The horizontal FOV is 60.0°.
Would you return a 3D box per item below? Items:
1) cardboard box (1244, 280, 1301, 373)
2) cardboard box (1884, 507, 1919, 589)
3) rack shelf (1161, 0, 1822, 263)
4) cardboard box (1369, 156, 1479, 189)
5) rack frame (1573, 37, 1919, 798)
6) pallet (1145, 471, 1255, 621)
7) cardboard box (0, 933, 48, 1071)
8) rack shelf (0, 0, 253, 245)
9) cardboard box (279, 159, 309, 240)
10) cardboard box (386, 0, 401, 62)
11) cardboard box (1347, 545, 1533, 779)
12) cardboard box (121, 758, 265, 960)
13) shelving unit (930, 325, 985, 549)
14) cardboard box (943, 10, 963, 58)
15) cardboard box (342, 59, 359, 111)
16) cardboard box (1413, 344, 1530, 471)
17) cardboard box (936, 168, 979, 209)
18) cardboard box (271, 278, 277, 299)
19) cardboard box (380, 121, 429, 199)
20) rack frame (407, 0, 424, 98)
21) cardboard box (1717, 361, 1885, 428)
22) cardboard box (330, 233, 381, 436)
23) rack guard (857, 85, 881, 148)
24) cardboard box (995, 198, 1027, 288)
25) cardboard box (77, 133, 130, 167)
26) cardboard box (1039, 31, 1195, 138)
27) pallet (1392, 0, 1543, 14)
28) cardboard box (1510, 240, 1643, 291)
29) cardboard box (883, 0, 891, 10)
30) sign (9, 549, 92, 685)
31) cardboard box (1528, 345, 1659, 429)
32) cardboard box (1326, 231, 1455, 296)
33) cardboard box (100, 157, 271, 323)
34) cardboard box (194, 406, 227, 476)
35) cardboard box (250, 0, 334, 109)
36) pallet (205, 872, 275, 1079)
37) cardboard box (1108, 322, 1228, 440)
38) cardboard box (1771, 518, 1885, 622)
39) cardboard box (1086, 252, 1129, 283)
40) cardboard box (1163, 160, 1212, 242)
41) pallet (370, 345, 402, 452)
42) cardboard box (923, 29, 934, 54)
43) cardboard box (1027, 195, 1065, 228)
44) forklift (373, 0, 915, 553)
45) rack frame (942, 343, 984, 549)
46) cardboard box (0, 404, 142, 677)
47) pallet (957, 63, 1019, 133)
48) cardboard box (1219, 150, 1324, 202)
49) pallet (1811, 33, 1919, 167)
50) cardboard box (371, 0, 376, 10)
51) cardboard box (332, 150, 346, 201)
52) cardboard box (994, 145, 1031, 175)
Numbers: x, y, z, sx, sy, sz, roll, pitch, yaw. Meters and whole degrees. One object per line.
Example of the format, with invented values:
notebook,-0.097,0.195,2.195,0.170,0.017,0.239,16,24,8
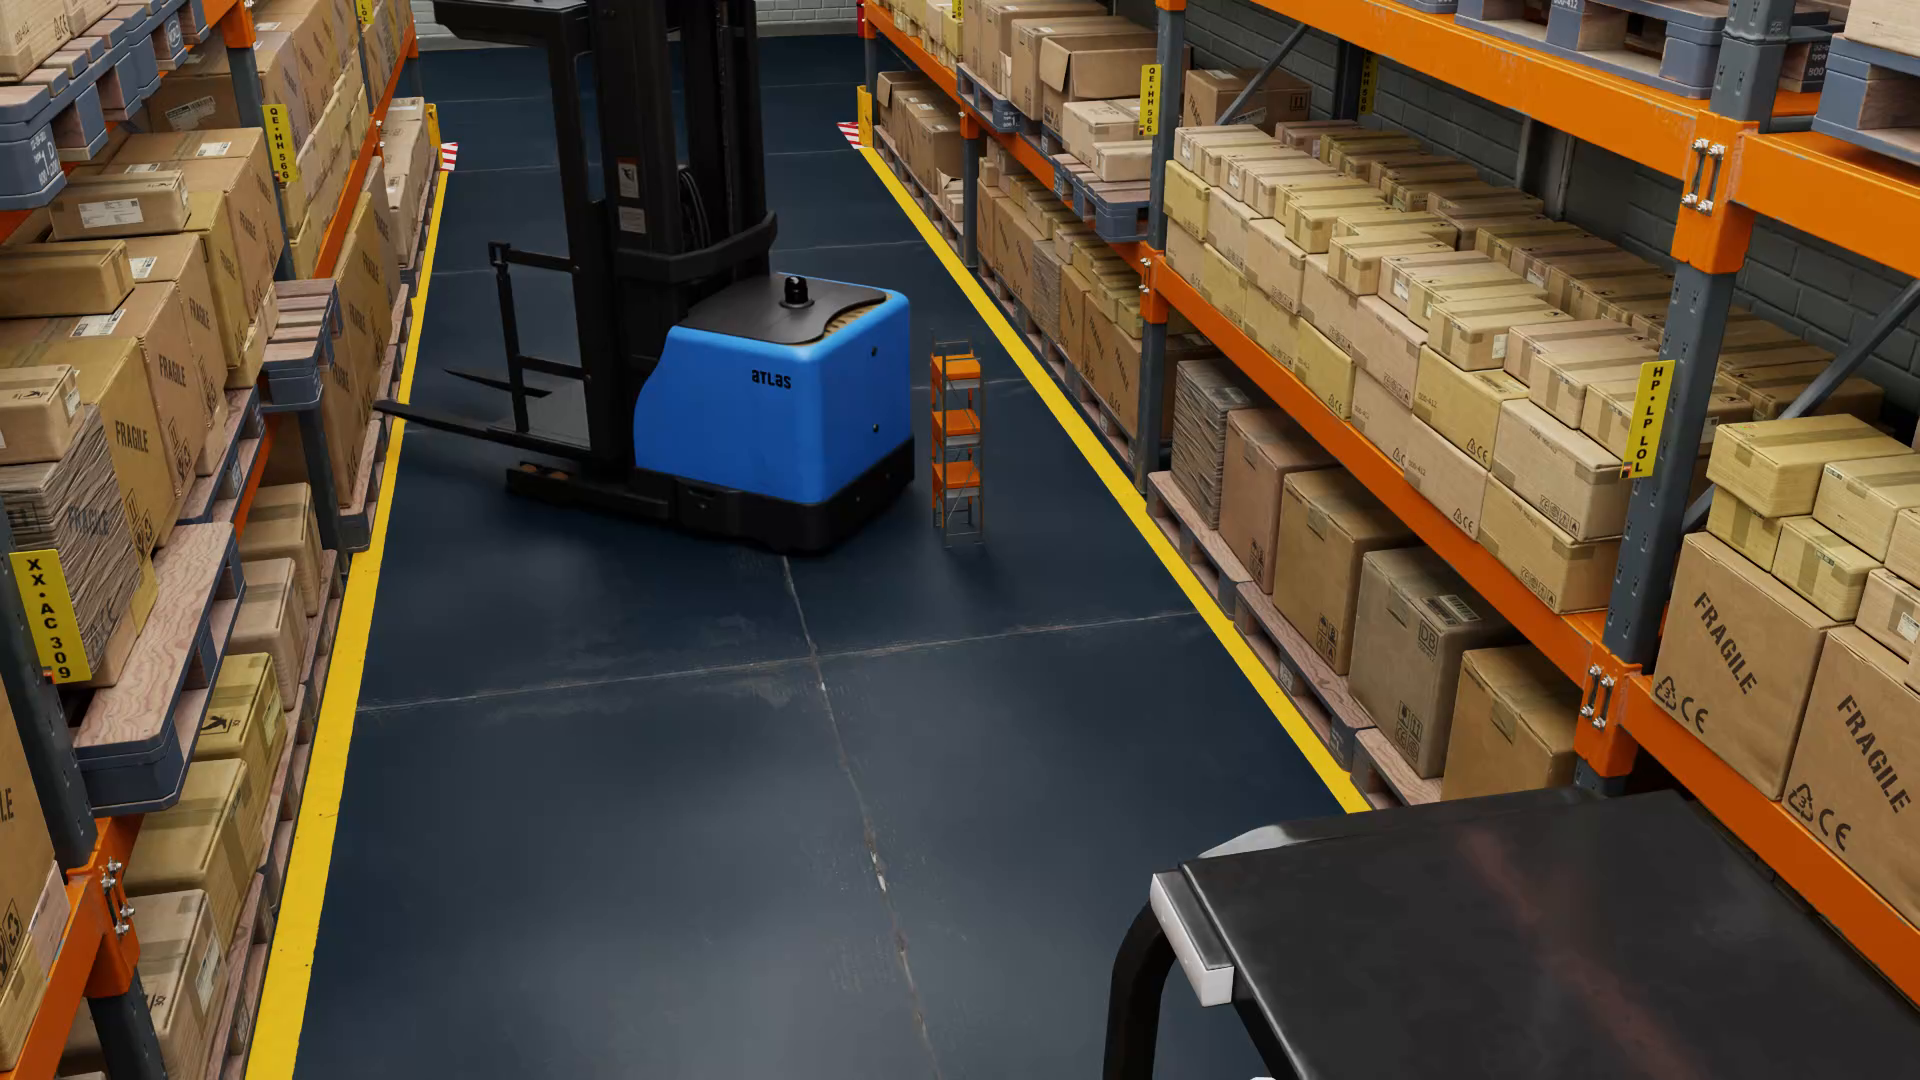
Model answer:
cardboard box,1.517,-0.913,6.897,0.500,0.250,0.500,-7,28,-13
cardboard box,2.321,0.029,3.702,0.380,0.149,0.250,-6,27,-13
rack shelf,1.874,-1.786,5.930,1.077,0.370,4.000,-6,27,-12
cardboard box,1.984,-1.534,7.130,0.380,0.149,0.250,-6,28,-13
rack frame,2.325,0.110,4.704,1.000,3.000,0.127,-6,27,-12
pallet,1.571,-0.036,8.088,1.003,0.211,1.213,-6,27,-12
cardboard box,-2.078,0.946,3.325,0.380,0.149,0.250,-5,27,-10
rack shelf,-2.961,-1.281,4.928,1.077,0.370,4.000,-6,27,-12
cardboard box,-3.285,-1.545,7.593,0.500,0.250,0.500,-6,27,-12
cardboard box,-4.495,-3.841,12.419,0.500,0.500,0.500,-5,27,-10
cardboard box,2.029,0.413,6.273,0.875,0.625,0.625,-6,27,-12
cardboard box,-2.796,1.056,5.280,0.950,0.372,0.625,-4,27,-8
shelving unit,-0.012,-0.492,8.060,0.215,1.050,0.252,-6,27,-12
cardboard box,0.169,-3.667,12.023,0.500,0.250,0.500,-5,27,-10
cardboard box,-3.857,-2.666,9.814,0.500,0.250,0.500,-5,27,-10
cardboard box,1.842,-0.461,5.447,0.500,0.250,0.500,-7,28,-13
cardboard box,0.030,-2.741,12.920,0.396,0.266,0.258,-5,27,-10
cardboard box,-2.978,-0.986,6.687,0.380,0.149,0.250,-6,27,-11
cardboard box,-4.754,-3.016,13.274,0.875,0.438,0.875,-5,27,-10
rack frame,-5.215,-4.653,14.139,1.000,3.000,0.127,-6,27,-12
cardboard box,2.455,-0.401,4.884,0.380,0.149,0.250,-7,28,-13
cardboard box,-3.683,-1.083,8.960,0.875,0.875,0.875,-6,27,-11
rack guard,-0.362,-4.009,15.638,1.175,0.500,0.348,-6,27,-12
cardboard box,0.541,-2.006,11.204,0.500,0.500,0.500,-6,27,-12
cardboard box,-3.536,-1.285,6.559,0.500,0.500,0.500,-7,28,-13
cardboard box,0.875,-2.578,9.448,0.797,0.503,0.637,-7,28,-13
pallet,1.918,-2.122,6.005,1.003,0.211,1.213,-5,27,-9
cardboard box,2.219,-0.966,6.004,0.380,0.149,0.250,-6,27,-12
cardboard box,-0.470,-4.767,14.645,0.380,0.149,0.250,-5,27,-10
sign,-1.983,0.170,3.623,0.100,0.325,0.005,-6,27,-12
cardboard box,1.956,-0.464,5.009,0.380,0.149,0.250,-6,27,-12
cardboard box,1.579,-1.019,6.108,0.380,0.149,0.250,-7,28,-13
cardboard box,-2.911,-1.109,6.210,0.500,0.500,0.500,-6,27,-12
cardboard box,-2.594,-0.310,5.348,0.380,0.149,0.250,-5,27,-10
cardboard box,-3.618,-2.541,8.734,0.500,0.500,0.500,-6,27,-11
pallet,-2.687,1.518,5.007,1.003,0.211,1.213,-6,27,-12
cardboard box,1.119,-0.882,8.976,0.500,0.500,0.500,-5,27,-10
cardboard box,2.200,0.055,3.980,0.380,0.149,0.250,-5,27,-10
cardboard box,0.942,-1.556,9.592,0.380,0.149,0.250,-5,27,-10
cardboard box,1.261,-1.581,7.664,0.500,0.250,0.500,-6,27,-12
pallet,-3.788,-0.784,9.569,1.003,0.211,1.213,-6,27,-12
cardboard box,-0.076,-3.856,12.839,0.380,0.149,0.250,-6,27,-12
cardboard box,0.645,-2.121,10.712,0.380,0.149,0.250,-6,27,-12
forklift,-1.792,-1.694,8.353,3.031,2.935,1.130,13,29,23
rack frame,0.015,-0.439,7.954,0.200,1.050,0.008,-6,27,-12
cardboard box,-2.337,0.015,3.983,0.500,0.500,0.500,-5,27,-10
pallet,0.596,-2.955,10.988,1.003,0.211,1.213,-6,27,-12
cardboard box,1.352,-1.584,7.228,0.380,0.149,0.250,-5,27,-10
pallet,2.542,-0.818,3.312,1.003,0.211,1.213,-6,27,-12
cardboard box,-4.292,-3.844,11.316,0.500,0.500,0.500,-6,27,-12
cardboard box,-3.637,-1.985,9.020,0.500,0.250,0.500,-6,27,-12
cardboard box,0.449,-2.603,11.336,0.380,0.149,0.250,-7,28,-14
